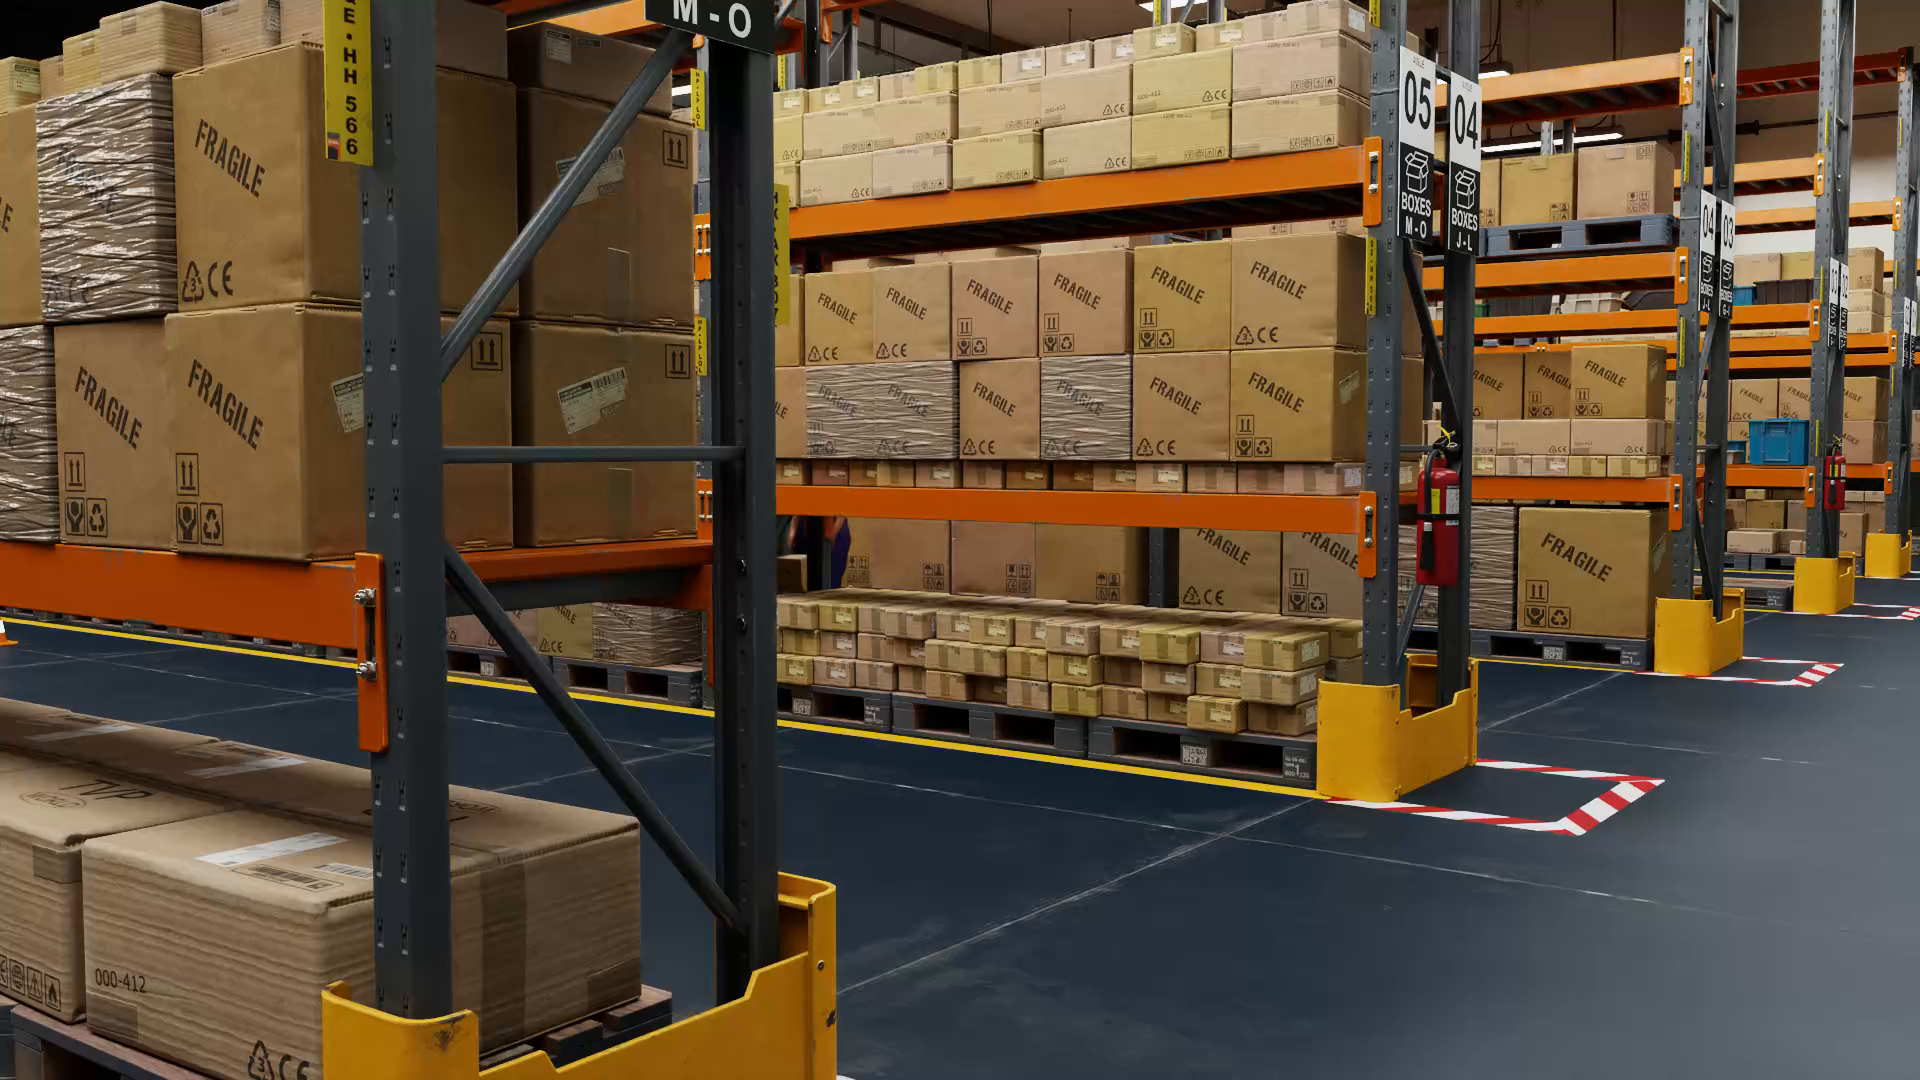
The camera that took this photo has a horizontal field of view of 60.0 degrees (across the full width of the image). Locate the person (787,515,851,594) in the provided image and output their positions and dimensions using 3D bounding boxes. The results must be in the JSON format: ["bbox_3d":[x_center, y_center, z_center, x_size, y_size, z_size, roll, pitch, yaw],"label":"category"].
[{"bbox_3d":[-1.038,-0.008,12.330,0.522,1.656,0.370,2,4,35],"label":"person"}]
